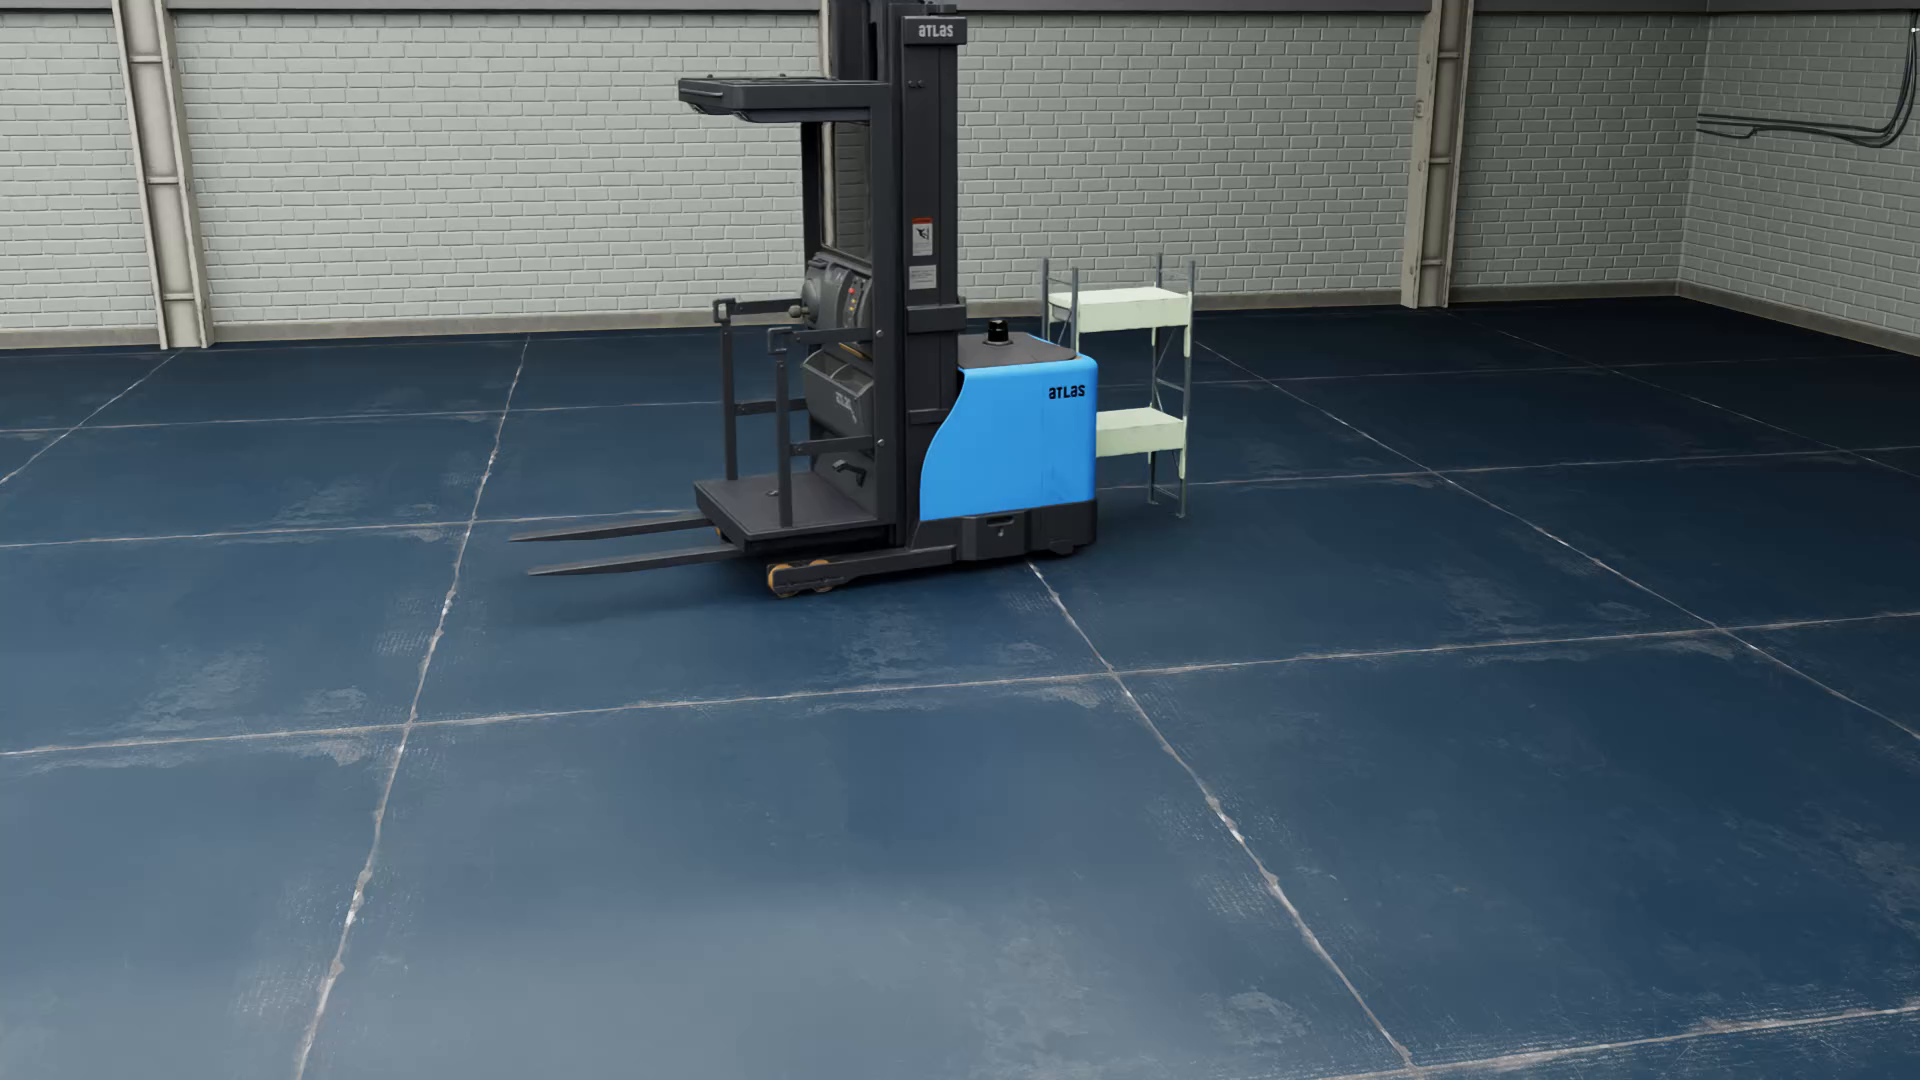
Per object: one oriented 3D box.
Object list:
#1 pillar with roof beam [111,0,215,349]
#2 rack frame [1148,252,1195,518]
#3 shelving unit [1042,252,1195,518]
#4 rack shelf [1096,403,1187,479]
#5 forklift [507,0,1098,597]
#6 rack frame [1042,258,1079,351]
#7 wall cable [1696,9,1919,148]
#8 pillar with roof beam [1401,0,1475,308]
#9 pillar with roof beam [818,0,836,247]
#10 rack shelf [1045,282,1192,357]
[{"bbox_3d":[-6.164,-4.821,9.682,0.400,9.000,9.100,-3,17,-10],"label":"pillar with roof beam"},{"bbox_3d":[1.228,-0.899,9.684,0.023,1.500,0.400,-7,18,-22],"label":"rack frame"},{"bbox_3d":[0.891,-0.857,9.546,0.755,1.500,0.431,-7,18,-22],"label":"shelving unit"},{"bbox_3d":[0.891,-0.545,9.642,0.720,0.370,0.431,-7,18,-22],"label":"rack shelf"},{"bbox_3d":[-0.820,-1.288,8.513,3.031,2.935,1.130,-7,18,-22],"label":"forklift"},{"bbox_3d":[0.555,-0.814,9.408,0.023,1.500,0.400,-7,18,-22],"label":"rack frame"},{"bbox_3d":[7.945,-5.029,15.647,0.112,2.526,3.097,-3,17,-10],"label":"wall cable"},{"bbox_3d":[5.618,-5.489,11.858,0.400,9.000,9.100,-3,17,-10],"label":"pillar with roof beam"},{"bbox_3d":[-0.273,-5.155,10.770,0.400,9.000,9.100,-3,17,-10],"label":"pillar with roof beam"},{"bbox_3d":[0.891,-1.230,9.432,0.720,0.370,0.431,-7,18,-22],"label":"rack shelf"}]
